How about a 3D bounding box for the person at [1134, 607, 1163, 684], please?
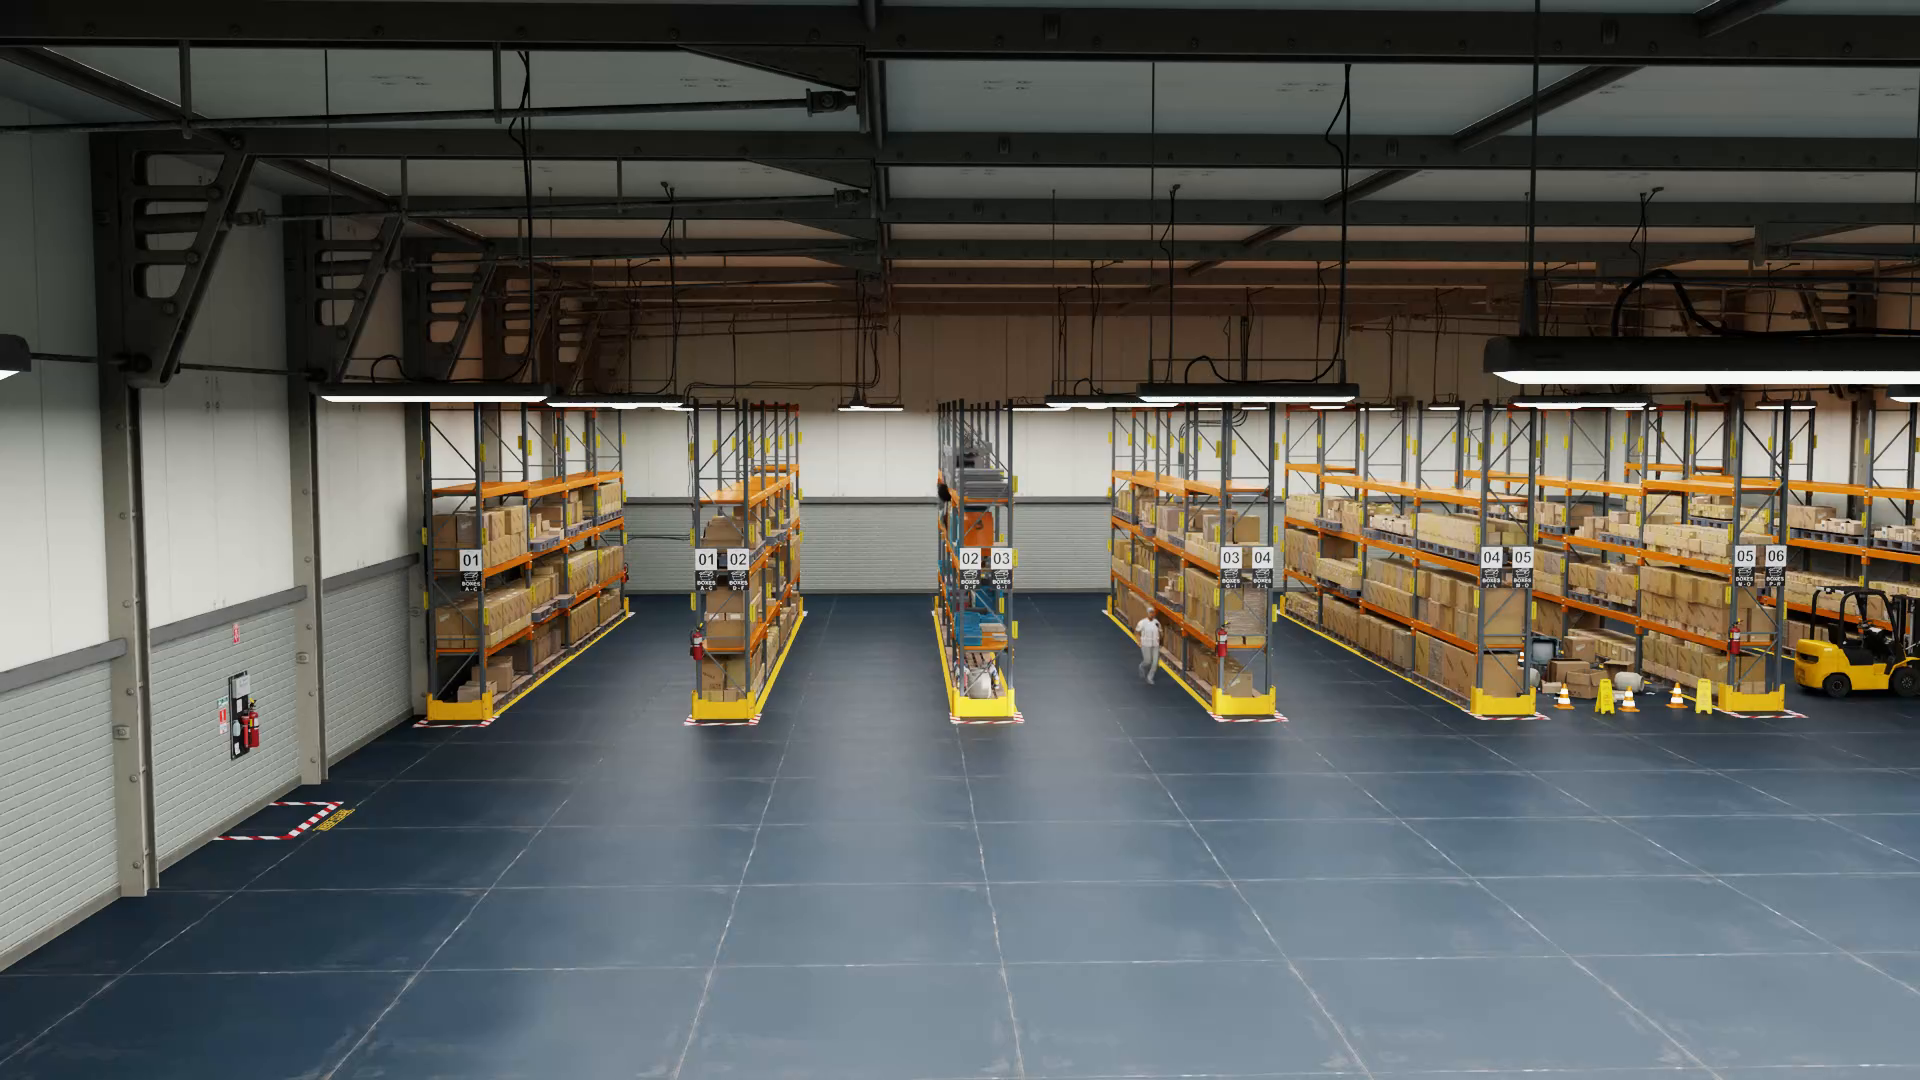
[{"bbox_3d":[4.009,2.231,35.019,0.607,1.622,0.550,-1,4,-12],"label":"person"}]
